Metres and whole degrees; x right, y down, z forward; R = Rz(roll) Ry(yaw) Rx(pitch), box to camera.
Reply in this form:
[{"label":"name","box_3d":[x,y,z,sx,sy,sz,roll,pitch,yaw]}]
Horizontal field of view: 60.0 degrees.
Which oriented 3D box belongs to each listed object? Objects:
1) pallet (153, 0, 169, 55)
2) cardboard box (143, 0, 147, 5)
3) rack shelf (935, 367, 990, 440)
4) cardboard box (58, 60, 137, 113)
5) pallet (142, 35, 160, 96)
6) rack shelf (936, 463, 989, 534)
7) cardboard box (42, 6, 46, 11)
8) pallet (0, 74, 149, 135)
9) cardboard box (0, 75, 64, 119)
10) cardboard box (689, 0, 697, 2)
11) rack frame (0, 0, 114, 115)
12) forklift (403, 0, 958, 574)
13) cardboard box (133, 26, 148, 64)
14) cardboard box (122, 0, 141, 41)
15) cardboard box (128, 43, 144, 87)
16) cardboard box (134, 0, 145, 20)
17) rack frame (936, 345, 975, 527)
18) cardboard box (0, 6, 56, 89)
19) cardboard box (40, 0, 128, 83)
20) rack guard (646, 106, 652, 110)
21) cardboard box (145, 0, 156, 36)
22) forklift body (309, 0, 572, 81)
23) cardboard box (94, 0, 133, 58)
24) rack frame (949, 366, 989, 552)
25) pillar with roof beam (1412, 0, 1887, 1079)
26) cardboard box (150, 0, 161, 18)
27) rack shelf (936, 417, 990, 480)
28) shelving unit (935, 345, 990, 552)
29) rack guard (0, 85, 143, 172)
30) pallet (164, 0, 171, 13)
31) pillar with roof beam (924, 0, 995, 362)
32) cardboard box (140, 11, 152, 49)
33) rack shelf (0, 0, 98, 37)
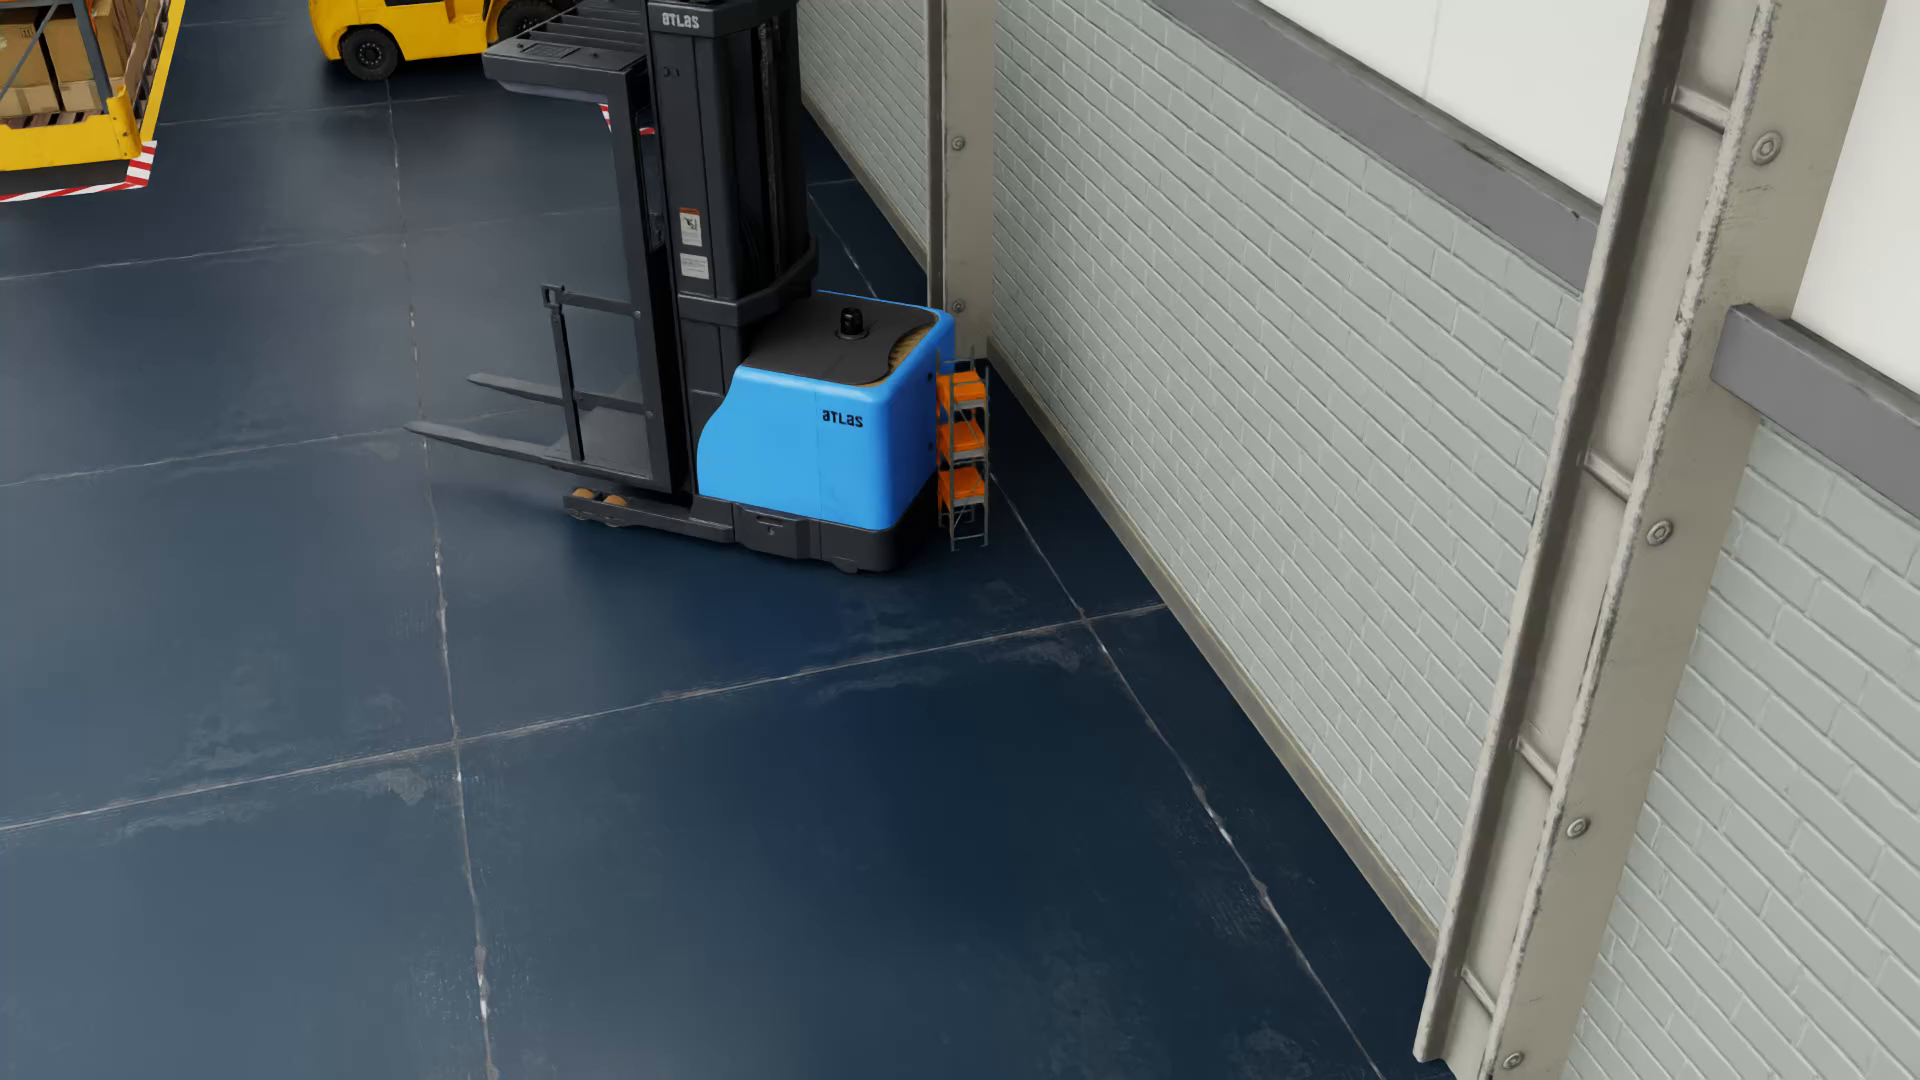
[{"label":"pallet","box_3d":[-8.185,-4.875,15.936,1.003,0.211,1.213,-10,35,-15]},{"label":"cardboard box","box_3d":[-7.831,-5.194,15.322,0.500,0.500,0.500,-9,35,-14]},{"label":"rack shelf","box_3d":[0.012,-0.686,8.340,0.215,0.259,0.240,-9,34,-13]},{"label":"cardboard box","box_3d":[-7.186,-3.783,13.868,0.500,0.250,0.500,-10,35,-15]},{"label":"pallet","box_3d":[-7.810,-4.234,14.965,1.003,0.211,1.213,-10,35,-15]},{"label":"rack shelf","box_3d":[0.014,-0.217,8.649,0.215,0.259,0.240,-9,34,-13]},{"label":"cardboard box","box_3d":[-7.859,-4.276,13.934,0.500,0.500,0.500,-9,34,-13]},{"label":"pallet","box_3d":[-7.441,-3.594,13.998,1.003,0.211,1.213,-10,35,-15]},{"label":"cardboard box","box_3d":[-7.714,-3.705,13.749,0.500,0.250,0.500,-10,35,-15]},{"label":"cardboard box","box_3d":[-2.444,-4.851,14.577,0.500,0.250,0.500,-11,35,-15]},{"label":"rack frame","box_3d":[-7.204,-4.285,12.514,1.000,3.000,0.127,-10,35,-15]},{"label":"forklift","box_3d":[-1.584,-1.550,8.437,3.031,2.935,1.130,12,35,17]},{"label":"cardboard box","box_3d":[-7.513,-4.337,14.705,0.500,0.250,0.500,-8,34,-12]},{"label":"cardboard box","box_3d":[-7.503,-4.647,14.495,0.500,0.500,0.500,-9,35,-14]},{"label":"cardboard box","box_3d":[-7.335,-4.052,14.275,0.500,0.250,0.500,-9,34,-13]},{"label":"cardboard box","box_3d":[-7.674,-4.926,14.917,0.500,0.500,0.500,-8,34,-12]},{"label":"rack frame","box_3d":[-0.021,-0.523,8.588,0.200,1.050,0.008,-9,34,-13]},{"label":"cardboard box","box_3d":[-7.696,-4.003,13.520,0.500,0.500,0.500,-10,35,-14]},{"label":"cardboard box","box_3d":[-7.194,-4.108,13.680,0.500,0.500,0.500,-11,35,-16]},{"label":"rack guard","box_3d":[-2.470,-4.066,14.450,1.175,0.500,0.348,-10,35,-15]},{"label":"cardboard box","box_3d":[-7.816,-4.870,15.513,0.500,0.250,0.500,-11,35,-16]},{"label":"forklift body","box_3d":[-4.794,-5.457,15.057,2.313,2.155,1.214,-10,35,-15]},{"label":"cardboard box","box_3d":[-7.358,-4.382,14.094,0.500,0.500,0.500,-11,35,-17]},{"label":"rack frame","box_3d":[0.047,-0.394,8.392,0.200,1.050,0.008,-9,34,-13]},{"label":"pillar with roof beam","box_3d":[-2.271,-1.118,2.279,9.100,9.000,0.400,-10,35,-15]},{"label":"cardboard box","box_3d":[-7.988,-5.148,15.933,0.500,0.250,0.500,-8,34,-13]},{"label":"rack shelf","box_3d":[0.013,-0.449,8.496,0.215,0.259,0.240,-9,34,-13]},{"label":"shelving unit","box_3d":[0.013,-0.458,8.490,0.215,1.050,0.252,-9,34,-13]},{"label":"rack guard","box_3d":[-7.227,-3.282,13.264,1.175,0.500,0.348,-10,35,-15]},{"label":"pallet","box_3d":[-8.663,-5.630,17.079,1.003,0.211,1.213,-10,35,-15]},{"label":"pillar with roof beam","box_3d":[-4.101,-4.268,7.046,9.100,9.000,0.400,-10,35,-15]},{"label":"cardboard box","box_3d":[-7.665,-4.602,15.107,0.500,0.250,0.500,-9,35,-14]},{"label":"rack shelf","box_3d":[-7.814,-5.035,14.302,1.077,0.370,4.000,-10,35,-15]}]
